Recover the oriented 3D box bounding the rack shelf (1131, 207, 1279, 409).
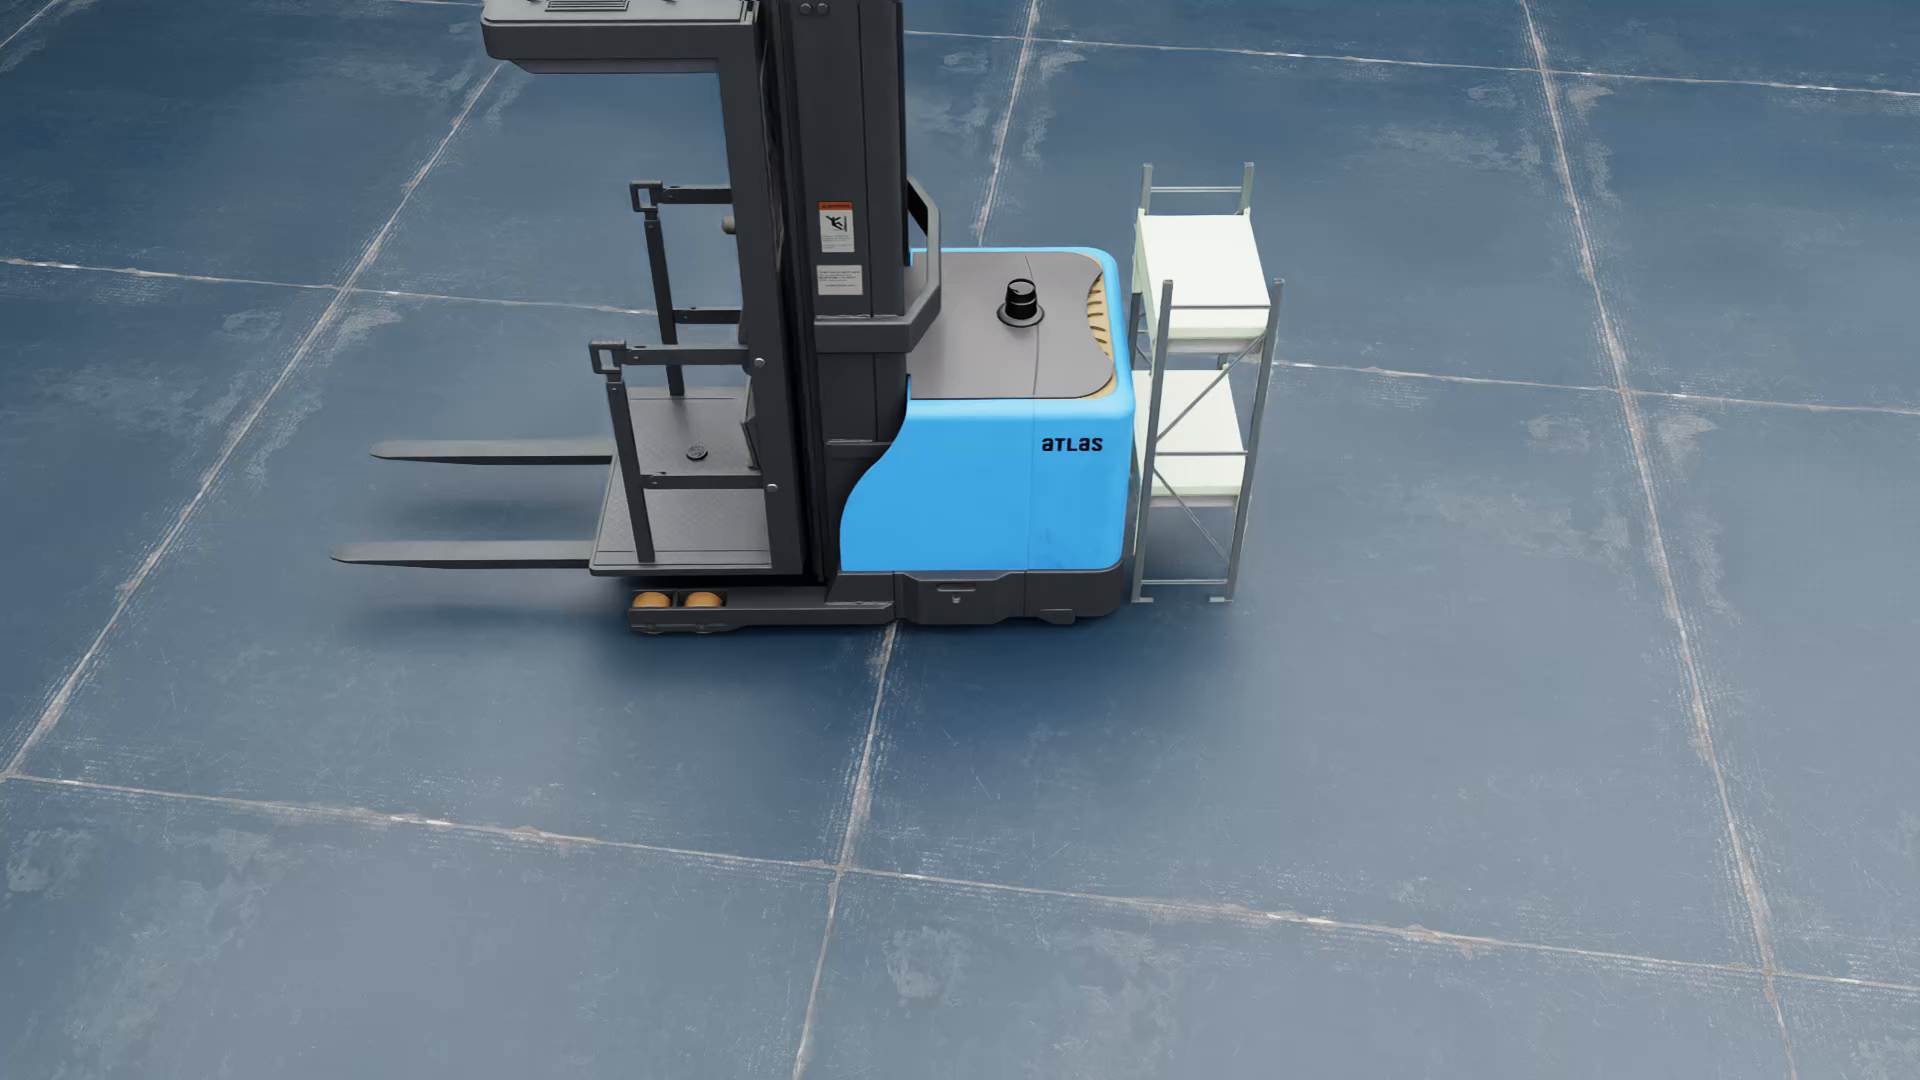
[{"bbox_3d":[0.864,-0.842,5.981,0.431,0.370,0.720,0,43,0],"label":"rack shelf"}]

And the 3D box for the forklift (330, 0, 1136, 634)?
[{"bbox_3d":[-0.897,-1.072,5.750,3.031,2.935,1.130,0,43,0],"label":"forklift"}]

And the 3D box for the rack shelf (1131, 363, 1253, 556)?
[{"bbox_3d":[0.864,-0.322,6.473,0.431,0.370,0.720,0,43,0],"label":"rack shelf"}]

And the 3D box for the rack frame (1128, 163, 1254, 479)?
[{"bbox_3d":[0.861,-0.811,6.515,0.400,1.500,0.023,0,43,0],"label":"rack frame"}]

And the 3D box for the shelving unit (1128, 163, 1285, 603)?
[{"bbox_3d":[0.864,-0.559,6.249,0.431,1.500,0.755,0,43,0],"label":"shelving unit"}]

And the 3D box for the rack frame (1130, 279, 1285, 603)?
[{"bbox_3d":[0.867,-0.307,5.983,0.400,1.500,0.023,0,43,0],"label":"rack frame"}]
